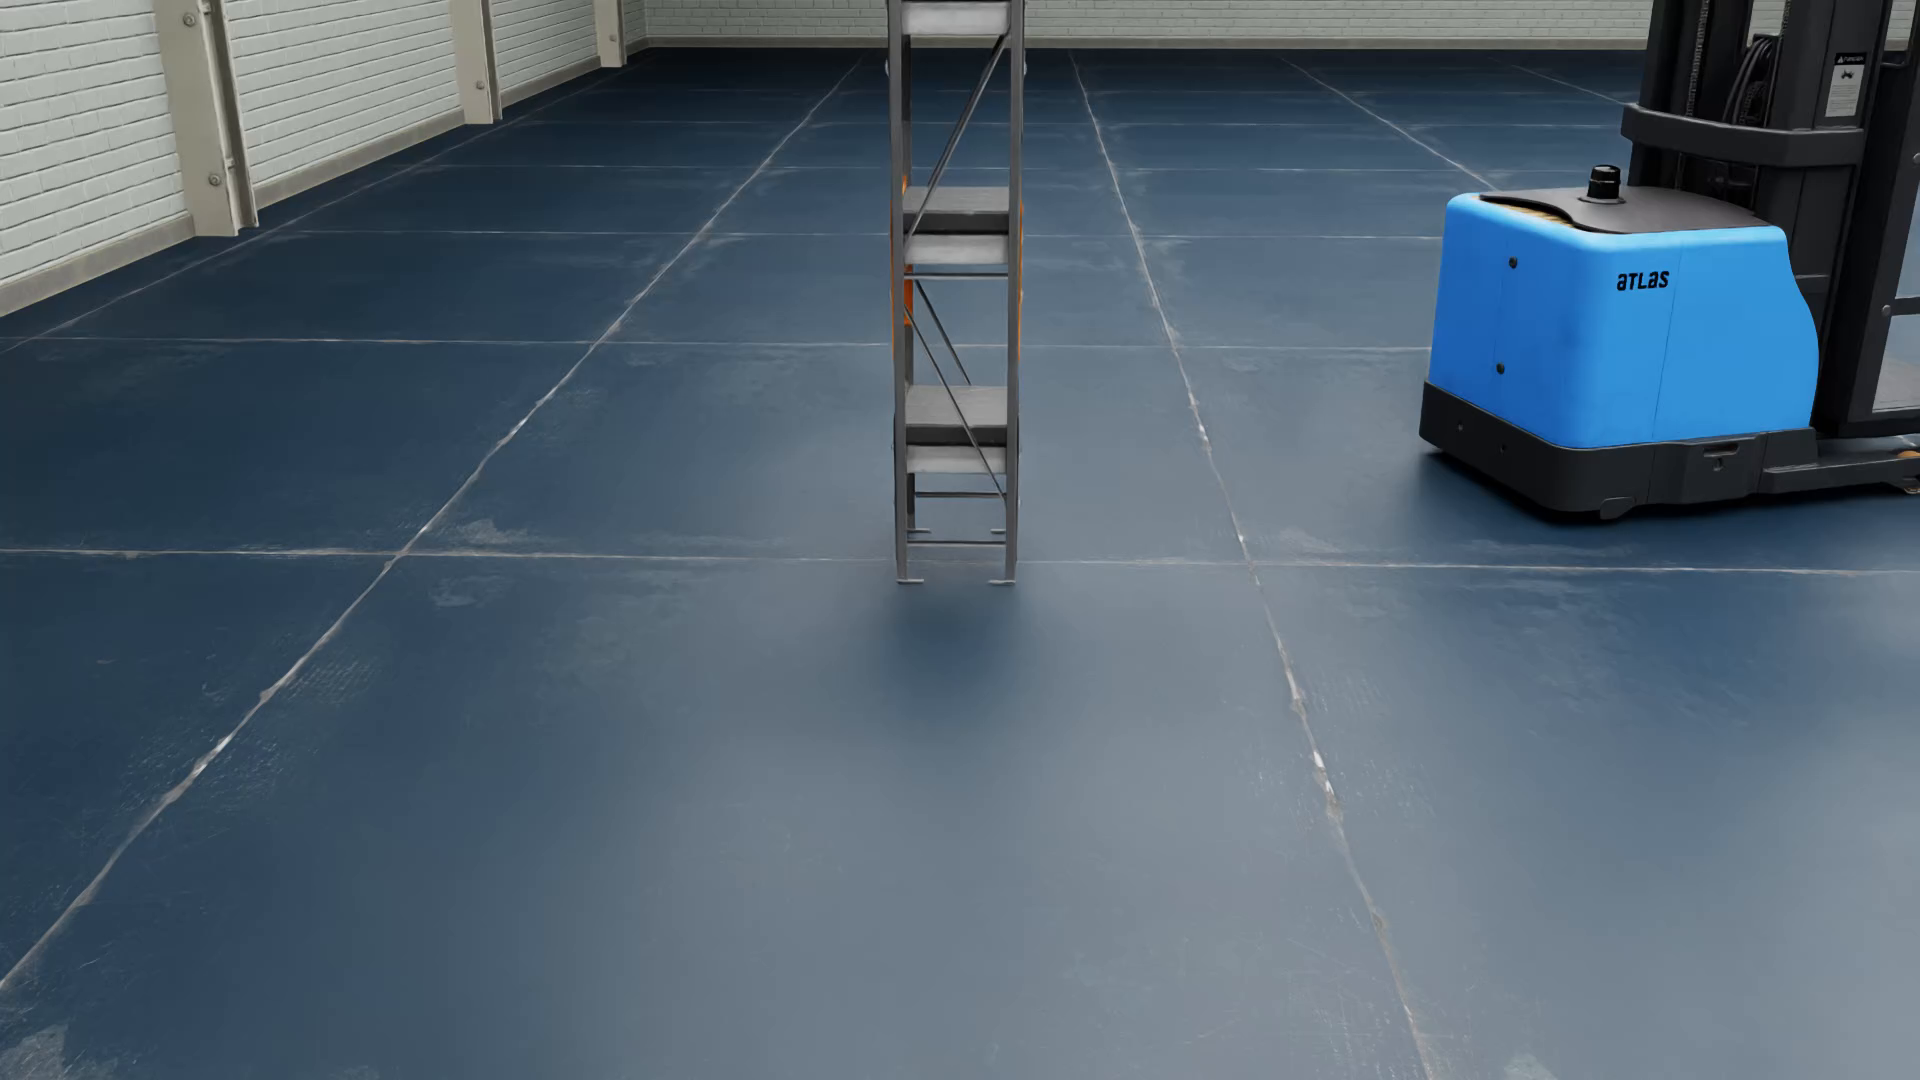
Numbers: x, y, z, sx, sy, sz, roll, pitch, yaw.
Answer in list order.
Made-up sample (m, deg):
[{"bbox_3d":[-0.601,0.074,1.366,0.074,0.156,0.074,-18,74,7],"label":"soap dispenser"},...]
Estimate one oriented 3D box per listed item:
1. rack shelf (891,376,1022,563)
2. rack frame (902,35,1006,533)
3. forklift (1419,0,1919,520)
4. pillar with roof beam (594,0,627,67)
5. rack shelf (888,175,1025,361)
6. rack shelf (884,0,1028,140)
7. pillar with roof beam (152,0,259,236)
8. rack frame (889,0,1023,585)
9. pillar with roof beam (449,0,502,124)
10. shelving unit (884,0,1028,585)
[{"bbox_3d":[-0.005,-0.254,5.753,0.431,0.518,0.480,1,21,2],"label":"rack shelf"},{"bbox_3d":[0.002,-1.007,5.722,0.400,2.100,0.015,1,21,2],"label":"rack frame"},{"bbox_3d":[3.494,-1.724,6.419,3.031,2.935,1.130,-6,22,-15],"label":"forklift"},{"bbox_3d":[-0.447,-10.641,21.014,9.100,9.000,0.400,1,21,2],"label":"pillar with roof beam"},{"bbox_3d":[-0.005,-0.906,5.500,0.431,0.518,0.480,1,21,2],"label":"rack shelf"},{"bbox_3d":[-0.005,-1.559,5.247,0.431,0.518,0.480,1,21,2],"label":"rack shelf"},{"bbox_3d":[-0.812,-6.302,9.832,9.100,9.000,0.400,1,21,2],"label":"pillar with roof beam"},{"bbox_3d":[-0.012,-0.831,5.267,0.400,2.100,0.015,1,21,2],"label":"rack frame"},{"bbox_3d":[-0.630,-8.472,15.423,9.100,9.000,0.400,1,21,2],"label":"pillar with roof beam"},{"bbox_3d":[-0.005,-0.919,5.495,0.431,2.100,0.503,1,21,2],"label":"shelving unit"}]
